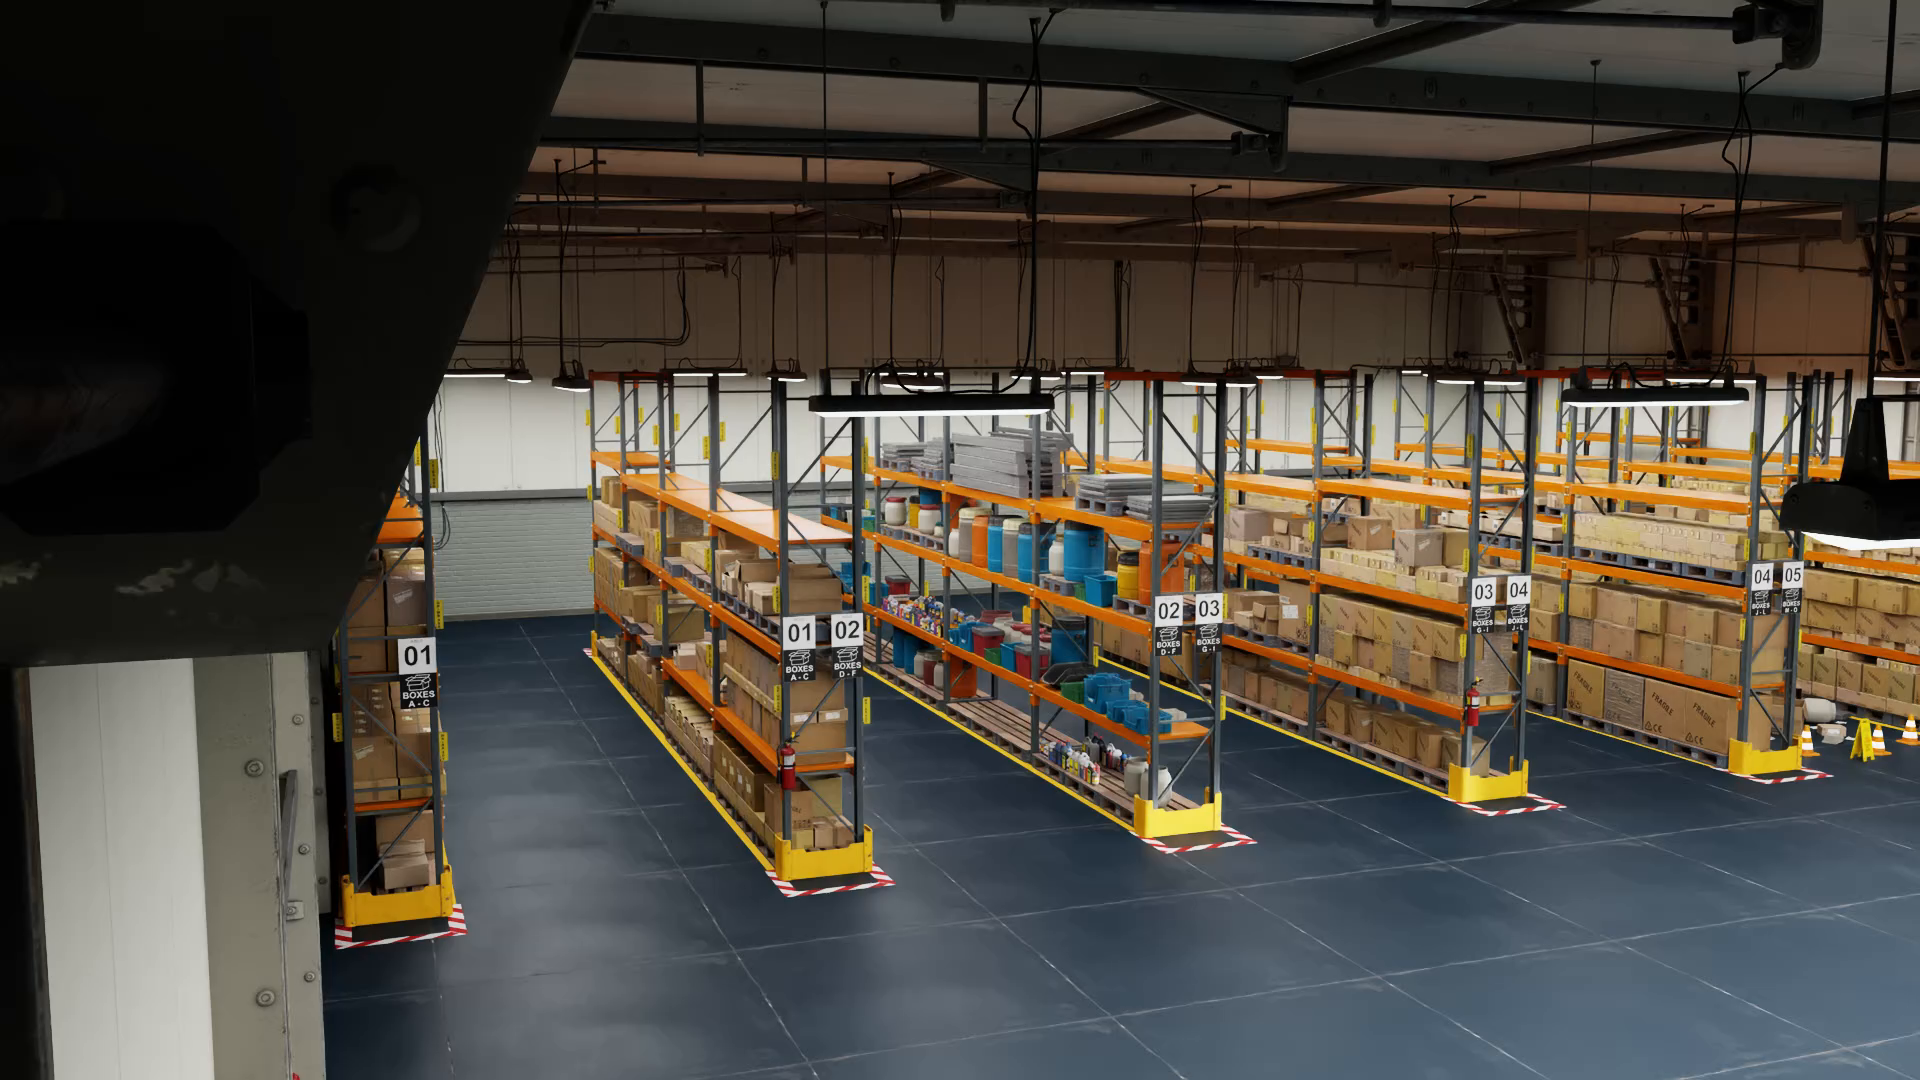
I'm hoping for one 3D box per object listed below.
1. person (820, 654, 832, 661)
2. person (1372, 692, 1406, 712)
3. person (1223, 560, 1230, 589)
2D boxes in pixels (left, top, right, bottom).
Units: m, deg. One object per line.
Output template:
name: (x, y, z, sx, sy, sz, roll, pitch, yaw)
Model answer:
person: (-2.656, 1.799, 33.254, 0.462, 1.637, 0.845, 3, 7, 22)
person: (7.393, 2.258, 28.587, 0.616, 1.716, 0.965, -1, 7, -12)
person: (5.869, 1.301, 37.105, 0.490, 1.771, 0.618, 4, 7, 29)
